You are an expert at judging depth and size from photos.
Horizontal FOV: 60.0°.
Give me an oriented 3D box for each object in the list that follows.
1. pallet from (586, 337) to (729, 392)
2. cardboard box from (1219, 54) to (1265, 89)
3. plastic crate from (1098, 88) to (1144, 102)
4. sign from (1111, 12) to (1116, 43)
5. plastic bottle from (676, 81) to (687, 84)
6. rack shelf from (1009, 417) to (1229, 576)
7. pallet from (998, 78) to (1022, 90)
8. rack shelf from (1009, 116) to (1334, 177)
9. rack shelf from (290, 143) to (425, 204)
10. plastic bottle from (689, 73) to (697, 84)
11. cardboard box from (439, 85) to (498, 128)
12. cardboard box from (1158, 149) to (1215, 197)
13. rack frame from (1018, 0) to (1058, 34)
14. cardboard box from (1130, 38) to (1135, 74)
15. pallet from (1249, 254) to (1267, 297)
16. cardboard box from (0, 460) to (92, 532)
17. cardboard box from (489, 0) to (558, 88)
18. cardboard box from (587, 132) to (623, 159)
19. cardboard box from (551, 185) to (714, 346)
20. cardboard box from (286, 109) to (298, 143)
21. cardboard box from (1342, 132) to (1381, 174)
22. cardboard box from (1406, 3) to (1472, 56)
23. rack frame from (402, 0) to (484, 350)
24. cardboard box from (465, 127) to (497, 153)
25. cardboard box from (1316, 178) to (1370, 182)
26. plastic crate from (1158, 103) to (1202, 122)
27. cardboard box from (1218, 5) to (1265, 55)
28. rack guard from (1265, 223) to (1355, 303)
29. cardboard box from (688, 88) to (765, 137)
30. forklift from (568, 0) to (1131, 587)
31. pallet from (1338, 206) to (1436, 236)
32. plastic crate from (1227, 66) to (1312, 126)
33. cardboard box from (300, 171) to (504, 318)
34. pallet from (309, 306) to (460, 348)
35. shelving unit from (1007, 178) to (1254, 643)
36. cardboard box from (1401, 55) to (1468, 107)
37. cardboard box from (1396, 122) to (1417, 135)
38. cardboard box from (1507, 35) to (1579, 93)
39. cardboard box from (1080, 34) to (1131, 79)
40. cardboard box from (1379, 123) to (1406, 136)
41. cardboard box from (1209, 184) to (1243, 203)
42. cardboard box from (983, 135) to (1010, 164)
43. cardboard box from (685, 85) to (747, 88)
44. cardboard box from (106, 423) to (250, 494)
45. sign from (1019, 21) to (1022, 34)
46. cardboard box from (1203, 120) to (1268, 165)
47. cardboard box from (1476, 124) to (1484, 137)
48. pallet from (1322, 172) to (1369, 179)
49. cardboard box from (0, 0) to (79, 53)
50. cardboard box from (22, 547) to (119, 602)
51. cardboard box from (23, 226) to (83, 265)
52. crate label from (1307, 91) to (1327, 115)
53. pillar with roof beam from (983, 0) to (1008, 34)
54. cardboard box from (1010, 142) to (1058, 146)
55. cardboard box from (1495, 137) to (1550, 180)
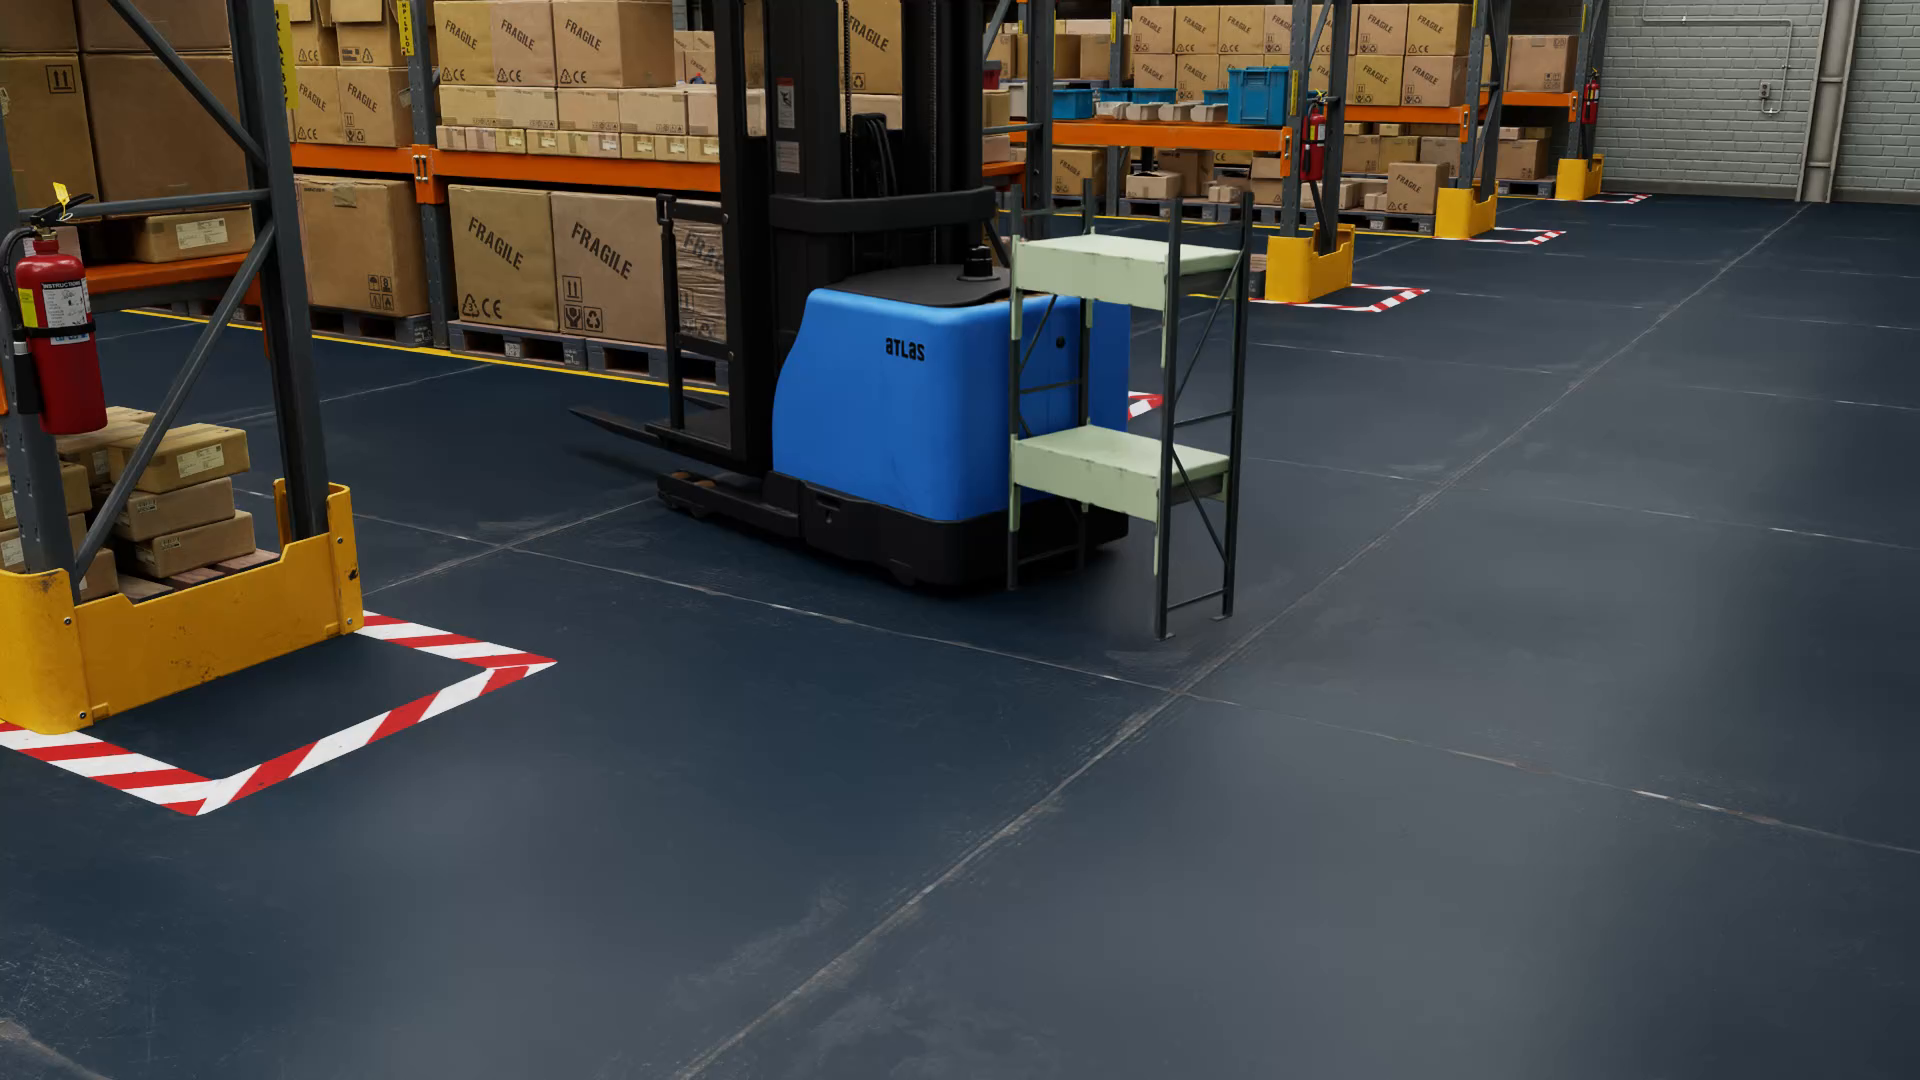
[{"bbox_3d":[-1.545,-1.171,10.374,1.213,0.211,1.003,10,20,30],"label":"pallet"},{"bbox_3d":[3.147,-5.028,18.100,0.500,0.500,0.500,10,20,30],"label":"cardboard box"},{"bbox_3d":[1.389,-3.758,14.276,0.300,0.233,0.416,10,20,30],"label":"plastic crate"},{"bbox_3d":[1.705,-5.695,18.476,0.005,0.325,0.100,10,20,30],"label":"sign"},{"bbox_3d":[-2.630,-4.245,15.908,0.135,0.276,0.152,10,20,30],"label":"plastic bottle"},{"bbox_3d":[0.578,-0.173,5.991,0.431,0.370,0.720,-15,22,-40],"label":"rack shelf"},{"bbox_3d":[0.243,-5.501,20.159,1.213,0.211,1.003,10,20,30],"label":"pallet"},{"bbox_3d":[1.101,-3.404,14.165,4.000,0.370,1.077,10,20,30],"label":"rack shelf"},{"bbox_3d":[-4.900,-2.786,12.129,4.000,0.370,1.077,10,20,30],"label":"rack shelf"},{"bbox_3d":[-2.531,-4.313,16.005,0.185,0.351,0.144,10,20,30],"label":"plastic bottle"},{"bbox_3d":[-2.932,-2.760,10.553,0.500,0.250,0.500,10,19,29],"label":"cardboard box"},{"bbox_3d":[2.626,-4.277,19.344,0.500,0.500,0.500,10,20,30],"label":"cardboard box"},{"bbox_3d":[1.173,-7.115,25.142,0.127,3.000,1.000,10,20,30],"label":"rack frame"},{"bbox_3d":[2.764,-6.942,23.856,0.500,0.500,0.500,11,20,32],"label":"cardboard box"},{"bbox_3d":[2.123,-2.245,13.908,1.213,0.211,1.003,10,20,30],"label":"pallet"},{"bbox_3d":[-3.052,-0.144,5.352,0.250,0.149,0.380,10,20,31],"label":"cardboard box"},{"bbox_3d":[-2.505,-3.042,10.192,0.500,0.500,0.500,10,20,30],"label":"cardboard box"},{"bbox_3d":[-2.013,-2.381,9.992,0.250,0.149,0.380,10,20,31],"label":"cardboard box"},{"bbox_3d":[-1.908,-1.753,10.425,0.875,0.875,0.875,10,20,30],"label":"cardboard box"},{"bbox_3d":[-4.604,-3.032,11.530,0.500,0.500,0.500,10,19,29],"label":"cardboard box"},{"bbox_3d":[5.591,-5.295,22.729,0.500,0.500,0.700,10,20,30],"label":"cardboard box"},{"bbox_3d":[4.878,-5.196,16.934,0.500,0.500,0.500,10,20,30],"label":"cardboard box"},{"bbox_3d":[-3.195,-2.826,11.023,0.127,3.000,1.000,10,20,30],"label":"rack frame"},{"bbox_3d":[-2.894,-2.538,10.509,0.250,0.149,0.380,9,19,28],"label":"cardboard box"},{"bbox_3d":[4.234,-3.870,18.435,0.500,0.250,0.500,10,20,30],"label":"cardboard box"},{"bbox_3d":[1.776,-3.474,13.506,0.243,0.136,0.396,10,20,30],"label":"plastic crate"},{"bbox_3d":[3.124,-5.507,17.957,0.500,0.500,0.500,9,19,28],"label":"cardboard box"},{"bbox_3d":[2.833,-2.248,13.420,0.348,0.500,1.175,10,20,30],"label":"rack guard"},{"bbox_3d":[-1.204,-2.451,9.534,0.500,0.250,0.500,9,19,28],"label":"cardboard box"},{"bbox_3d":[-0.684,-1.583,7.051,1.130,2.935,3.031,-15,22,-40],"label":"forklift"},{"bbox_3d":[4.656,-3.469,17.937,1.213,0.211,1.003,10,20,30],"label":"pallet"},{"bbox_3d":[2.422,-3.494,13.060,0.499,0.435,0.616,10,20,30],"label":"plastic crate"},{"bbox_3d":[-3.751,-2.103,11.575,0.875,0.875,1.225,10,20,30],"label":"cardboard box"},{"bbox_3d":[-3.892,-1.590,11.754,1.213,0.211,1.003,10,20,30],"label":"pallet"},{"bbox_3d":[0.578,-0.485,5.896,0.431,1.500,0.755,-15,22,-40],"label":"shelving unit"},{"bbox_3d":[4.877,-4.719,17.083,0.500,0.500,0.500,11,20,32],"label":"cardboard box"},{"bbox_3d":[6.035,-5.595,22.603,0.250,0.149,0.380,10,20,31],"label":"cardboard box"},{"bbox_3d":[7.550,-6.116,21.340,0.700,0.700,0.980,11,20,33],"label":"cardboard box"},{"bbox_3d":[1.706,-5.655,19.442,0.500,0.500,0.700,4,17,12],"label":"cardboard box"},{"bbox_3d":[5.806,-5.506,22.308,0.250,0.149,0.380,9,19,28],"label":"cardboard box"},{"bbox_3d":[2.979,-3.887,18.635,0.250,0.166,0.380,10,20,30],"label":"cardboard box"},{"bbox_3d":[0.083,-2.233,9.504,0.250,0.149,0.380,10,20,31],"label":"cardboard box"},{"bbox_3d":[-1.375,-2.661,10.226,0.500,0.250,0.500,10,19,29],"label":"cardboard box"},{"bbox_3d":[-2.737,-0.290,5.833,0.250,0.149,0.380,9,19,28],"label":"cardboard box"},{"bbox_3d":[0.897,-7.495,24.538,0.005,0.325,0.100,10,20,30],"label":"sign"},{"bbox_3d":[3.960,-5.745,23.610,0.750,0.750,0.750,10,20,31],"label":"cardboard box"},{"bbox_3d":[6.907,-5.440,22.092,0.250,0.149,0.380,10,20,31],"label":"cardboard box"},{"bbox_3d":[5.189,-5.037,23.100,1.213,0.211,1.003,10,20,30],"label":"pallet"},{"bbox_3d":[-2.989,-1.681,4.850,0.500,0.500,0.500,10,19,29],"label":"cardboard box"},{"bbox_3d":[-3.026,0.130,5.474,0.250,0.149,0.380,11,20,31],"label":"cardboard box"},{"bbox_3d":[-2.894,-0.864,4.996,0.250,0.149,0.380,10,20,30],"label":"cardboard box"},{"bbox_3d":[2.767,-3.512,13.466,0.303,0.233,0.416,10,20,30],"label":"crate label"},{"bbox_3d":[-1.735,-9.331,22.116,0.400,9.000,9.100,10,20,30],"label":"pillar with roof beam"},{"bbox_3d":[0.855,-4.938,20.230,0.500,0.250,0.500,10,20,30],"label":"cardboard box"},{"bbox_3d":[7.341,-4.984,21.707,0.500,0.500,0.700,10,20,30],"label":"cardboard box"}]
